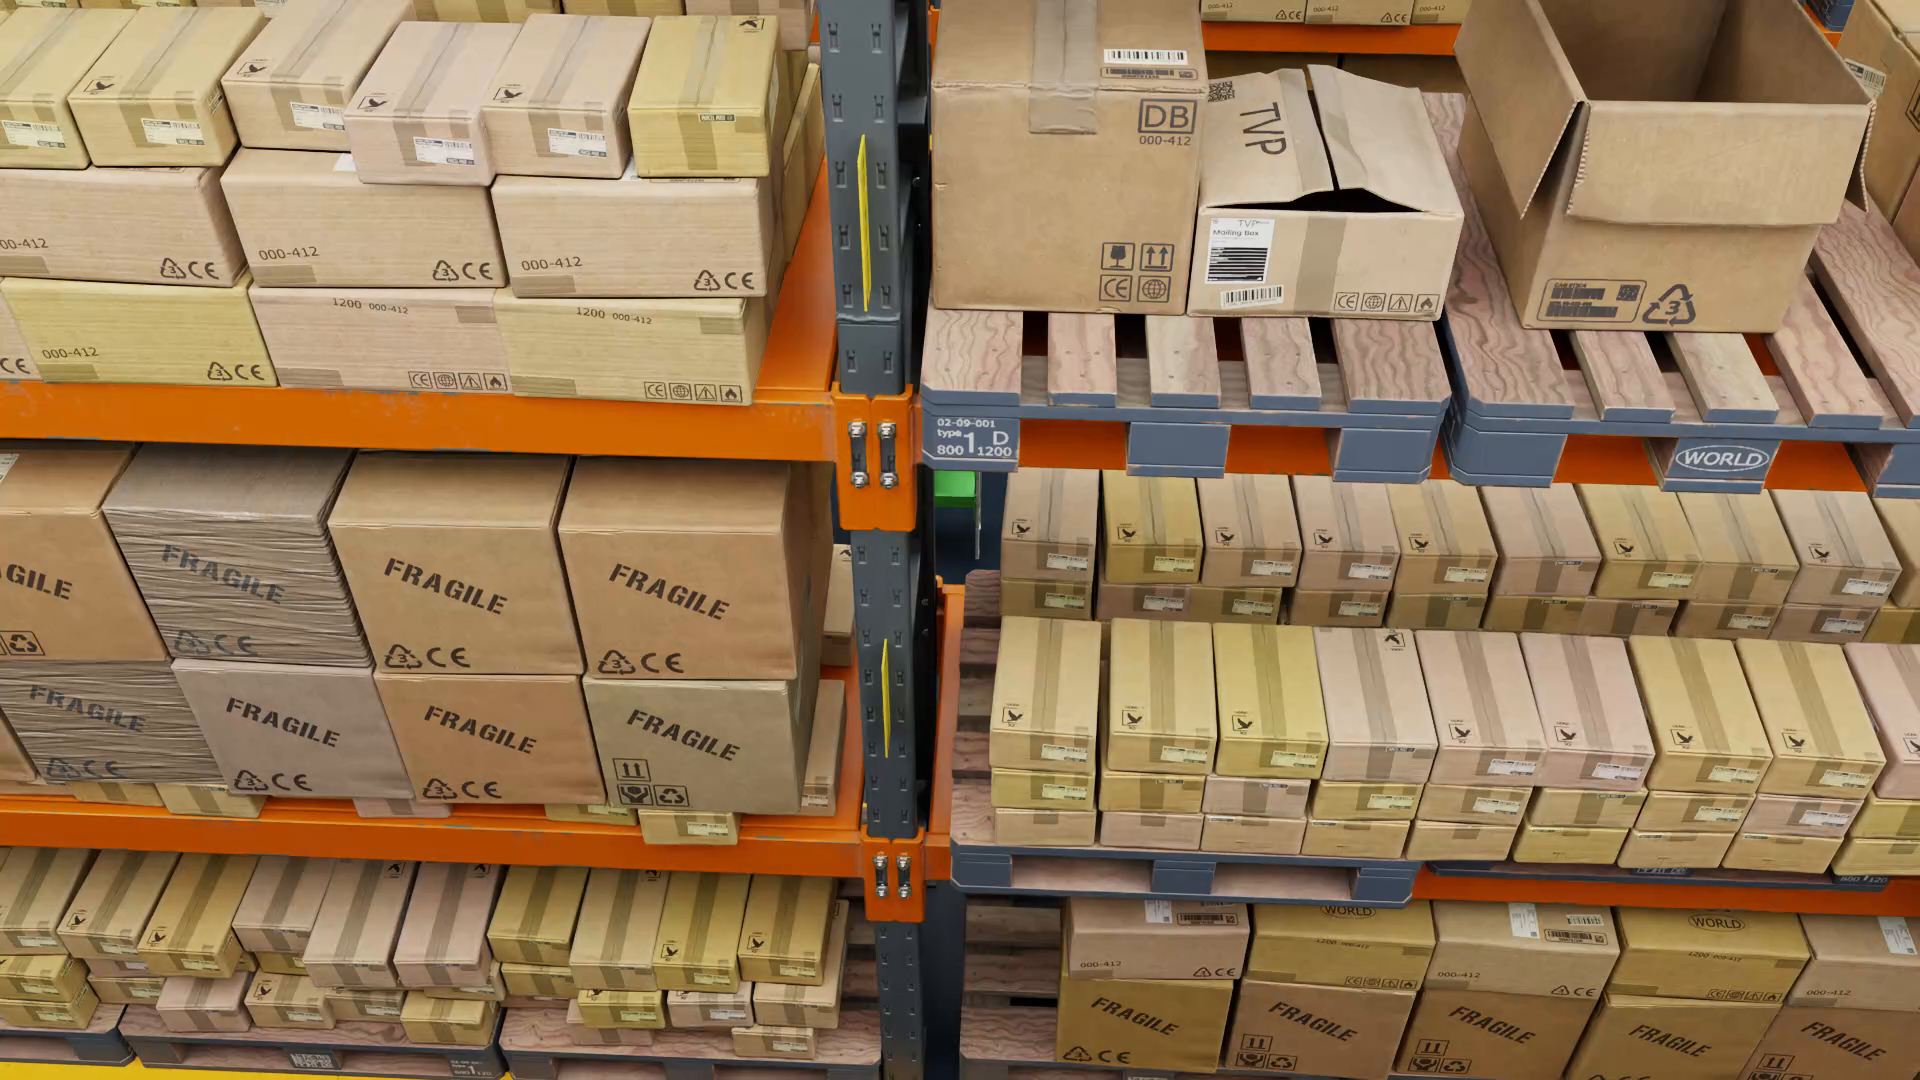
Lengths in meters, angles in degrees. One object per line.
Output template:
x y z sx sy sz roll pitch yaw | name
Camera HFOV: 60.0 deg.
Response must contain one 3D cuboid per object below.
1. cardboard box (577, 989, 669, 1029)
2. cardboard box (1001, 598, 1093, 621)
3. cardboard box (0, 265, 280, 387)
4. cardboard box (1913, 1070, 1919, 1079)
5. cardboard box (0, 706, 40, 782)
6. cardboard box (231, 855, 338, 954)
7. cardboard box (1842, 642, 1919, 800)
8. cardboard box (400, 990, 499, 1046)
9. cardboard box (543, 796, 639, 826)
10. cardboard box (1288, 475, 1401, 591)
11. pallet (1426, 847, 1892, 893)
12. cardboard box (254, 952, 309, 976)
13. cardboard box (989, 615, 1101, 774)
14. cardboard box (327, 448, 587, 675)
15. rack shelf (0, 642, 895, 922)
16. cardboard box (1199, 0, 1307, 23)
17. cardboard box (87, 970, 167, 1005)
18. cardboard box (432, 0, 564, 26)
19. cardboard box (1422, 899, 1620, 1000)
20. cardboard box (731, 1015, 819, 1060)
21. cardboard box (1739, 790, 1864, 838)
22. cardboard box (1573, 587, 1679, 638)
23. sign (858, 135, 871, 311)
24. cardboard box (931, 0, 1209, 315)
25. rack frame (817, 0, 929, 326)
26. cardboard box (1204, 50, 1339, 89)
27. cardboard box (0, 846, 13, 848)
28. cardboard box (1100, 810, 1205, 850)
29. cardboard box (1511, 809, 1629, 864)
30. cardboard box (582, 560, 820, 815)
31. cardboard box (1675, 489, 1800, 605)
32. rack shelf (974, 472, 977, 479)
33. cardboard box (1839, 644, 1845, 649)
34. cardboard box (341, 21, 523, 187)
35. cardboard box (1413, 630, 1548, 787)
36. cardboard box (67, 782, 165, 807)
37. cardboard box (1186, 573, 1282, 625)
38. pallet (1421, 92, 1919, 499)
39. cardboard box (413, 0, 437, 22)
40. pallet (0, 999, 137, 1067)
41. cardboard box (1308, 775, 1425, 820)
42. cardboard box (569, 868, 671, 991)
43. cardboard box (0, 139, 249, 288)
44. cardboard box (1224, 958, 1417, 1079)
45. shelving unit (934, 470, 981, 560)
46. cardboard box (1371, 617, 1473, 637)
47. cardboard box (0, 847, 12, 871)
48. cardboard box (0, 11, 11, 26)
-1.029 1.321 5.197 0.250 0.149 0.380 0 43 0 | cardboard box
0.245 0.145 4.770 0.250 0.149 0.380 1 43 1 | cardboard box
-1.669 -0.583 3.584 0.500 0.250 0.500 1 43 1 | cardboard box
3.166 1.371 5.103 0.500 0.500 0.500 2 43 2 | cardboard box
-2.696 0.286 4.451 0.500 0.500 0.500 2 43 2 | cardboard box
-2.077 1.095 5.220 0.250 0.149 0.380 2 43 2 | cardboard box
2.305 0.436 4.021 0.250 0.149 0.380 2 43 2 | cardboard box
-1.602 1.407 5.322 0.250 0.149 0.380 2 43 2 | cardboard box
-0.983 0.589 4.601 0.250 0.149 0.380 3 43 4 | cardboard box
1.038 -0.046 4.538 0.250 0.149 0.380 2 43 2 | cardboard box
1.856 0.490 4.665 1.213 0.211 1.003 2 43 2 | pallet
-2.062 1.193 5.334 0.250 0.149 0.380 4 43 4 | cardboard box
0.212 0.375 4.086 0.250 0.149 0.380 4 43 4 | cardboard box
-1.159 -0.024 4.050 0.500 0.500 0.500 1 43 1 | cardboard box
-2.159 0.531 5.007 4.000 0.370 1.077 2 43 2 | rack shelf
1.417 -2.755 8.116 0.500 0.250 0.500 1 43 2 | cardboard box
-2.624 1.311 5.426 0.250 0.149 0.380 2 43 2 | cardboard box
-0.964 -1.216 3.605 0.250 0.149 0.380 1 43 1 | cardboard box
1.607 1.052 4.896 0.500 0.250 0.500 3 43 4 | cardboard box
-0.568 1.439 5.288 0.250 0.149 0.380 2 43 2 | cardboard box
2.033 0.539 4.129 0.250 0.149 0.380 3 43 3 | cardboard box
1.805 0.086 4.615 0.250 0.149 0.380 3 43 3 | cardboard box
-0.177 -0.587 3.100 0.005 0.325 0.100 2 43 2 | sign
0.213 -0.872 3.403 0.500 0.500 0.700 2 43 2 | cardboard box
-0.161 -1.866 2.651 0.127 3.000 1.000 2 43 2 | rack frame
1.487 -2.433 8.912 0.875 0.875 0.875 3 43 3 | cardboard box
-3.125 1.172 5.356 0.250 0.149 0.380 2 43 2 | cardboard box
0.490 0.598 4.284 0.250 0.149 0.380 2 43 3 | cardboard box
1.517 0.630 4.250 0.250 0.149 0.380 1 43 1 | cardboard box
-0.656 0.362 4.370 0.500 0.500 0.500 2 43 2 | cardboard box
2.069 -0.012 4.503 0.250 0.149 0.380 3 43 3 | cardboard box
-0.165 -0.397 6.890 0.480 0.148 0.258 2 43 2 | rack shelf
2.324 0.209 4.701 0.250 0.149 0.380 3 43 3 | cardboard box
-0.996 -0.845 3.207 0.250 0.149 0.380 2 43 2 | cardboard box
1.252 0.406 4.053 0.250 0.149 0.380 1 43 2 | cardboard box
-2.287 0.545 4.649 0.250 0.149 0.380 3 43 3 | cardboard box
0.757 0.054 4.650 0.250 0.149 0.380 3 43 4 | cardboard box
1.488 -0.578 3.607 1.003 0.211 1.213 2 43 2 | pallet
-1.222 -1.255 3.647 0.250 0.149 0.380 1 43 1 | cardboard box
-3.271 1.278 5.723 1.213 0.211 1.003 2 43 2 | pallet
0.989 0.506 4.164 0.250 0.149 0.380 0 43 0 | cardboard box
-1.034 1.184 5.125 0.250 0.149 0.380 1 43 2 | cardboard box
-1.673 -0.774 3.423 0.500 0.250 0.500 3 43 4 | cardboard box
1.094 1.309 5.170 0.500 0.500 0.500 4 43 4 | cardboard box
-0.165 -0.444 6.846 0.503 1.200 0.258 2 43 2 | shelving unit
1.282 0.174 4.739 0.250 0.149 0.380 0 43 0 | cardboard box
-3.122 1.147 5.165 0.250 0.149 0.380 2 43 2 | cardboard box
-2.033 -0.881 3.246 0.250 0.149 0.380 1 43 1 | cardboard box
